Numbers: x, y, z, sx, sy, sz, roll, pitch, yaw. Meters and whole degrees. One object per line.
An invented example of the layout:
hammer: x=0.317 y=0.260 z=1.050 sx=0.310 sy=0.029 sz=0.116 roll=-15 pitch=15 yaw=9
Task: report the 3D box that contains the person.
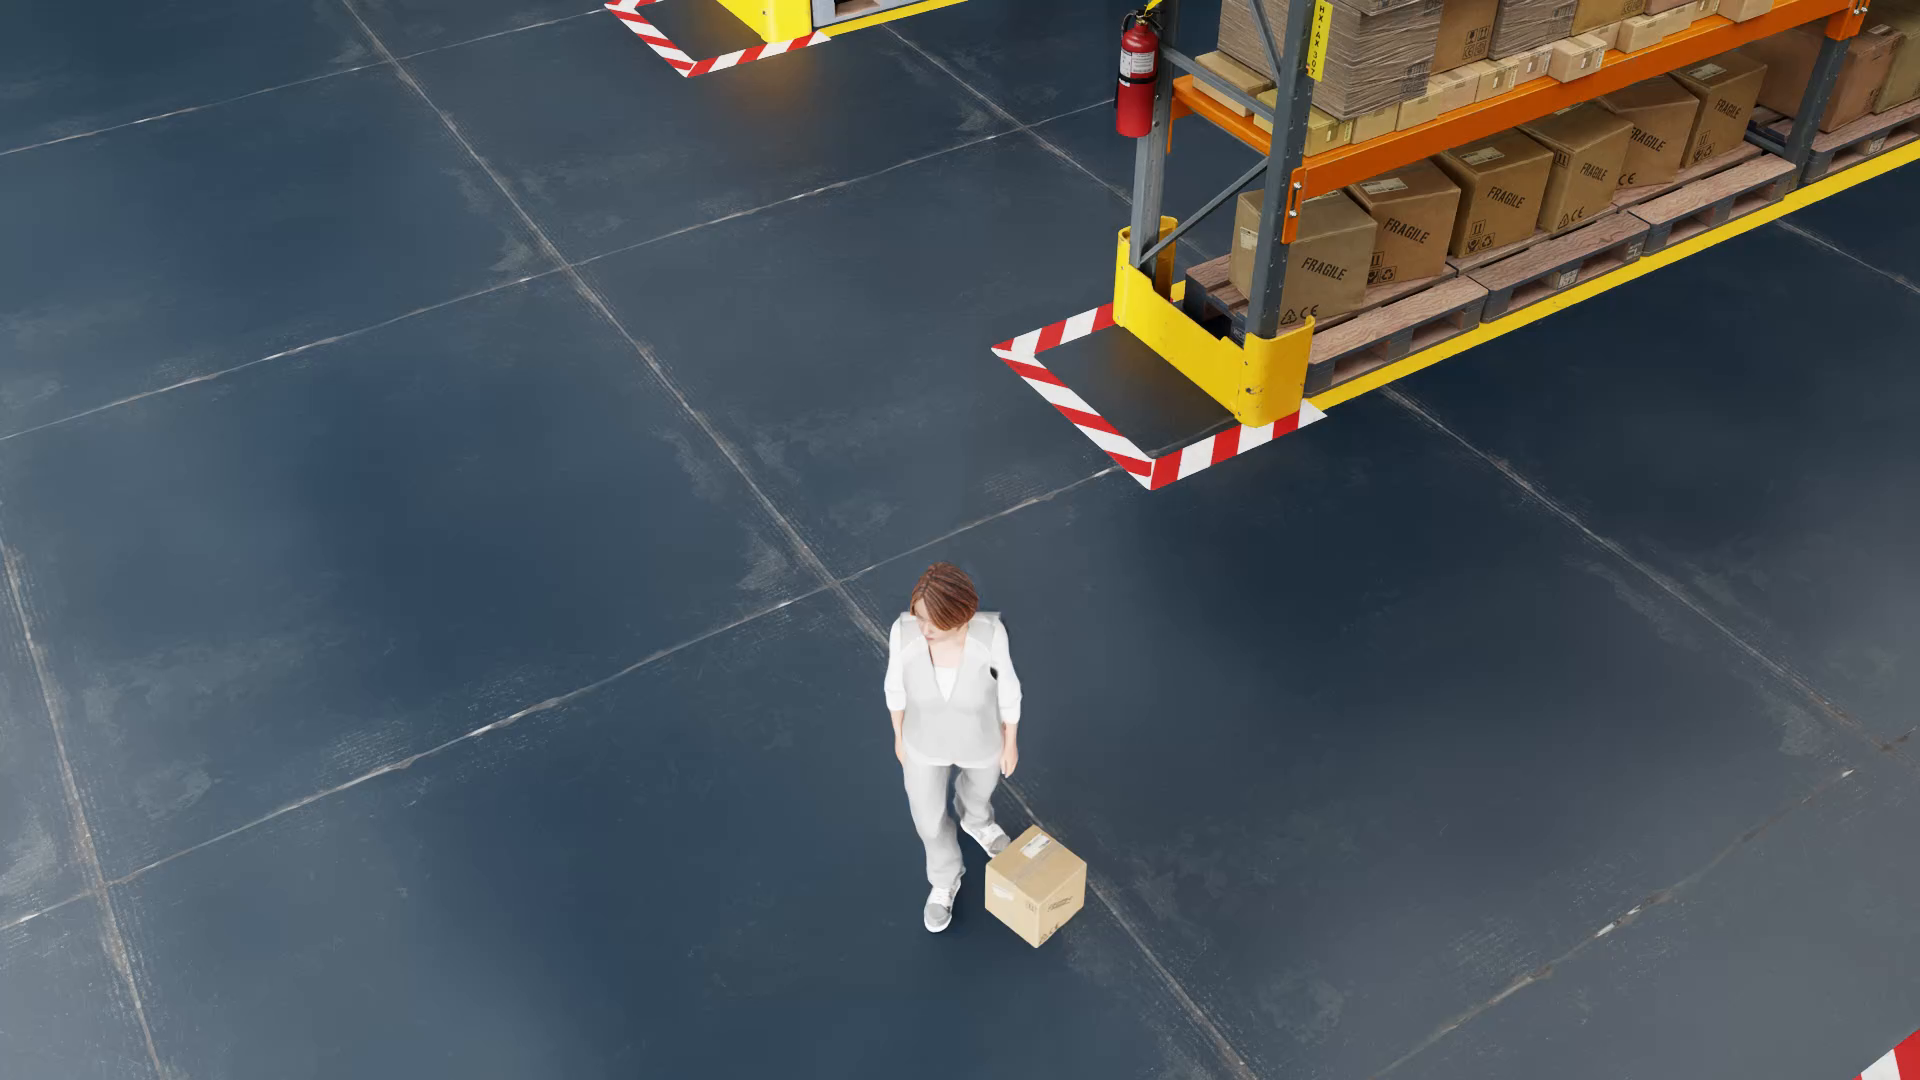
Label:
person: x=-0.019 y=0.615 z=5.470 sx=0.443 sy=1.586 sz=0.518 roll=1 pitch=41 yaw=1
